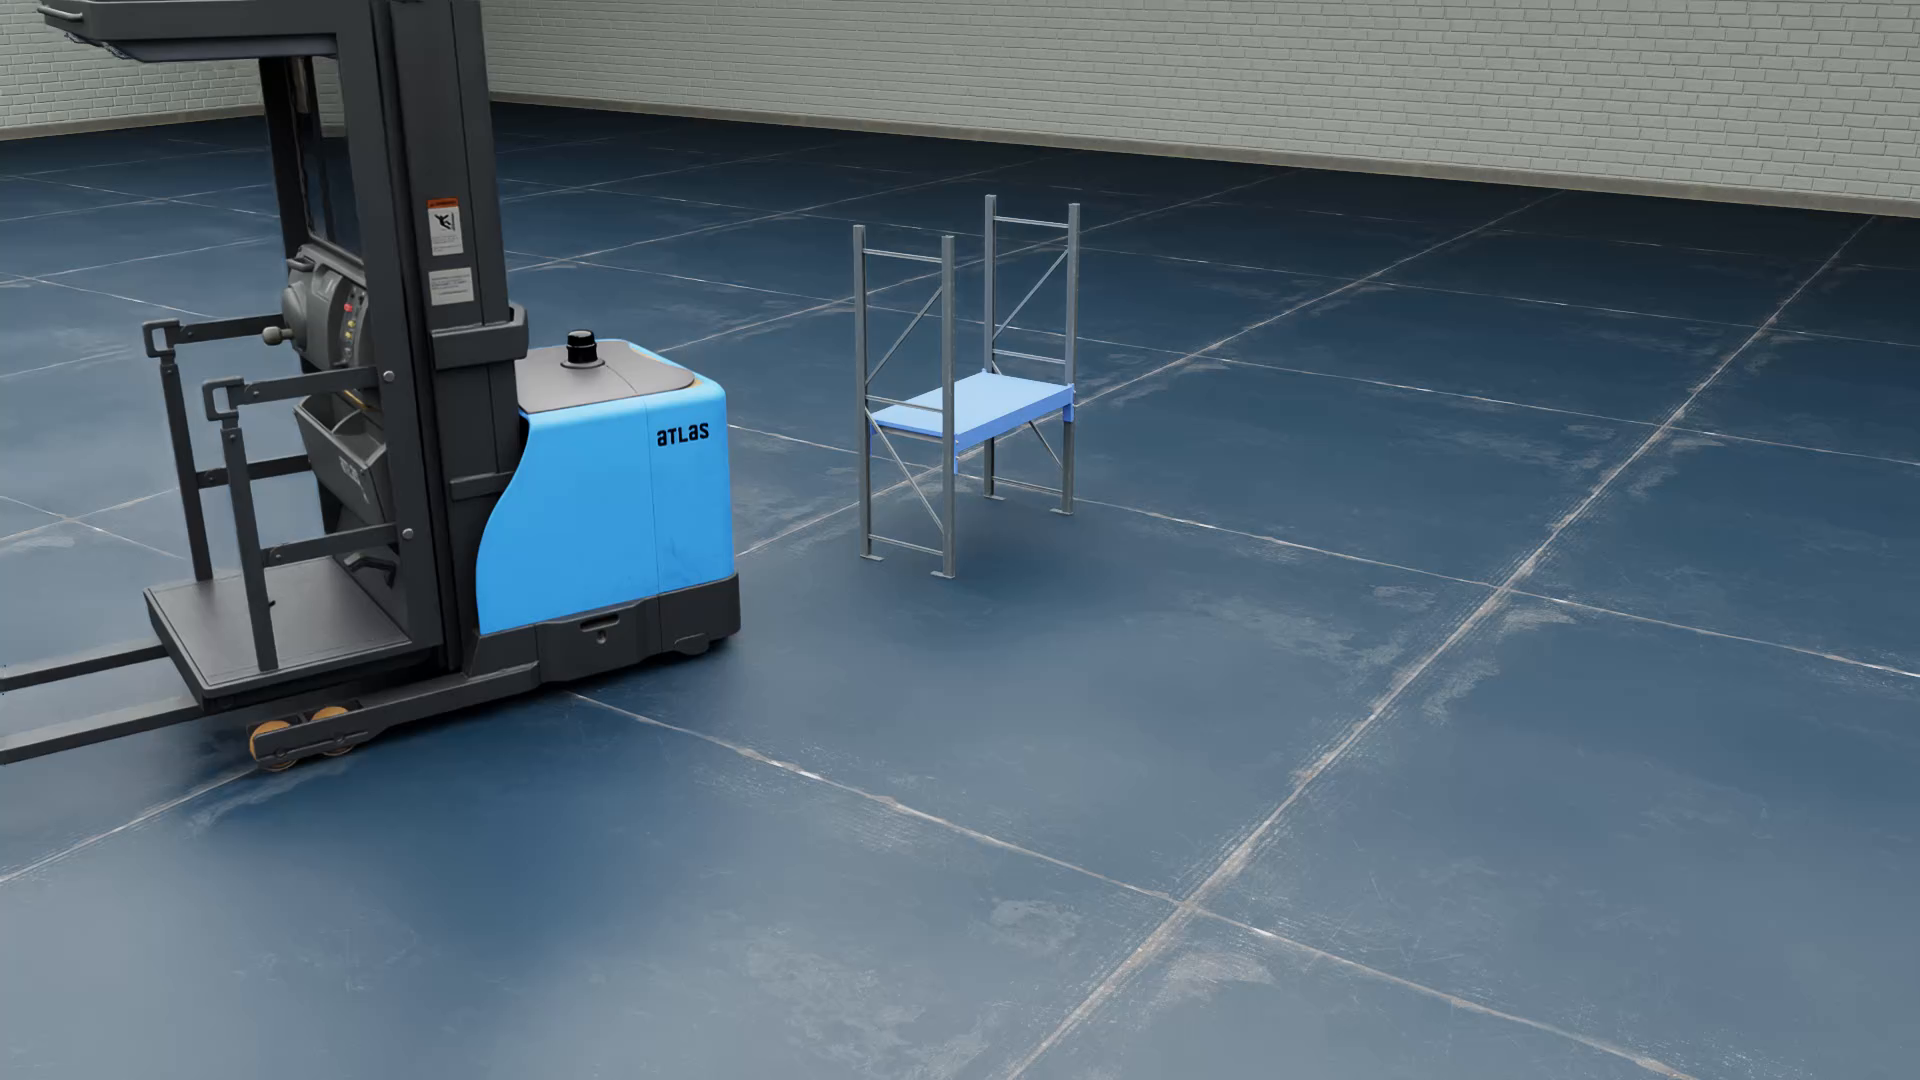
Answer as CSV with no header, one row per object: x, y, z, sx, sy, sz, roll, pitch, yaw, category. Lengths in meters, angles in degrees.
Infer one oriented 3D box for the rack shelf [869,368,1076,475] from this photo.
0.048,-0.559,7.633,0.538,0.185,1.000,13,24,32,rack shelf

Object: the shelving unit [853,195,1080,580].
0.048,-0.728,7.571,0.538,1.500,1.048,13,24,32,shelving unit

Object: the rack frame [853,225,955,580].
-0.238,-0.582,7.177,0.500,1.500,0.032,13,24,32,rack frame

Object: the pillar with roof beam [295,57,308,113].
-6.665,-9.911,21.588,9.100,9.000,0.400,13,24,32,pillar with roof beam

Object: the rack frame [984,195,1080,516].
0.334,-0.874,7.965,0.500,1.500,0.032,13,24,32,rack frame

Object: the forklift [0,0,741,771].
-2.374,-0.799,5.699,3.031,2.935,1.130,-13,24,-32,forklift
